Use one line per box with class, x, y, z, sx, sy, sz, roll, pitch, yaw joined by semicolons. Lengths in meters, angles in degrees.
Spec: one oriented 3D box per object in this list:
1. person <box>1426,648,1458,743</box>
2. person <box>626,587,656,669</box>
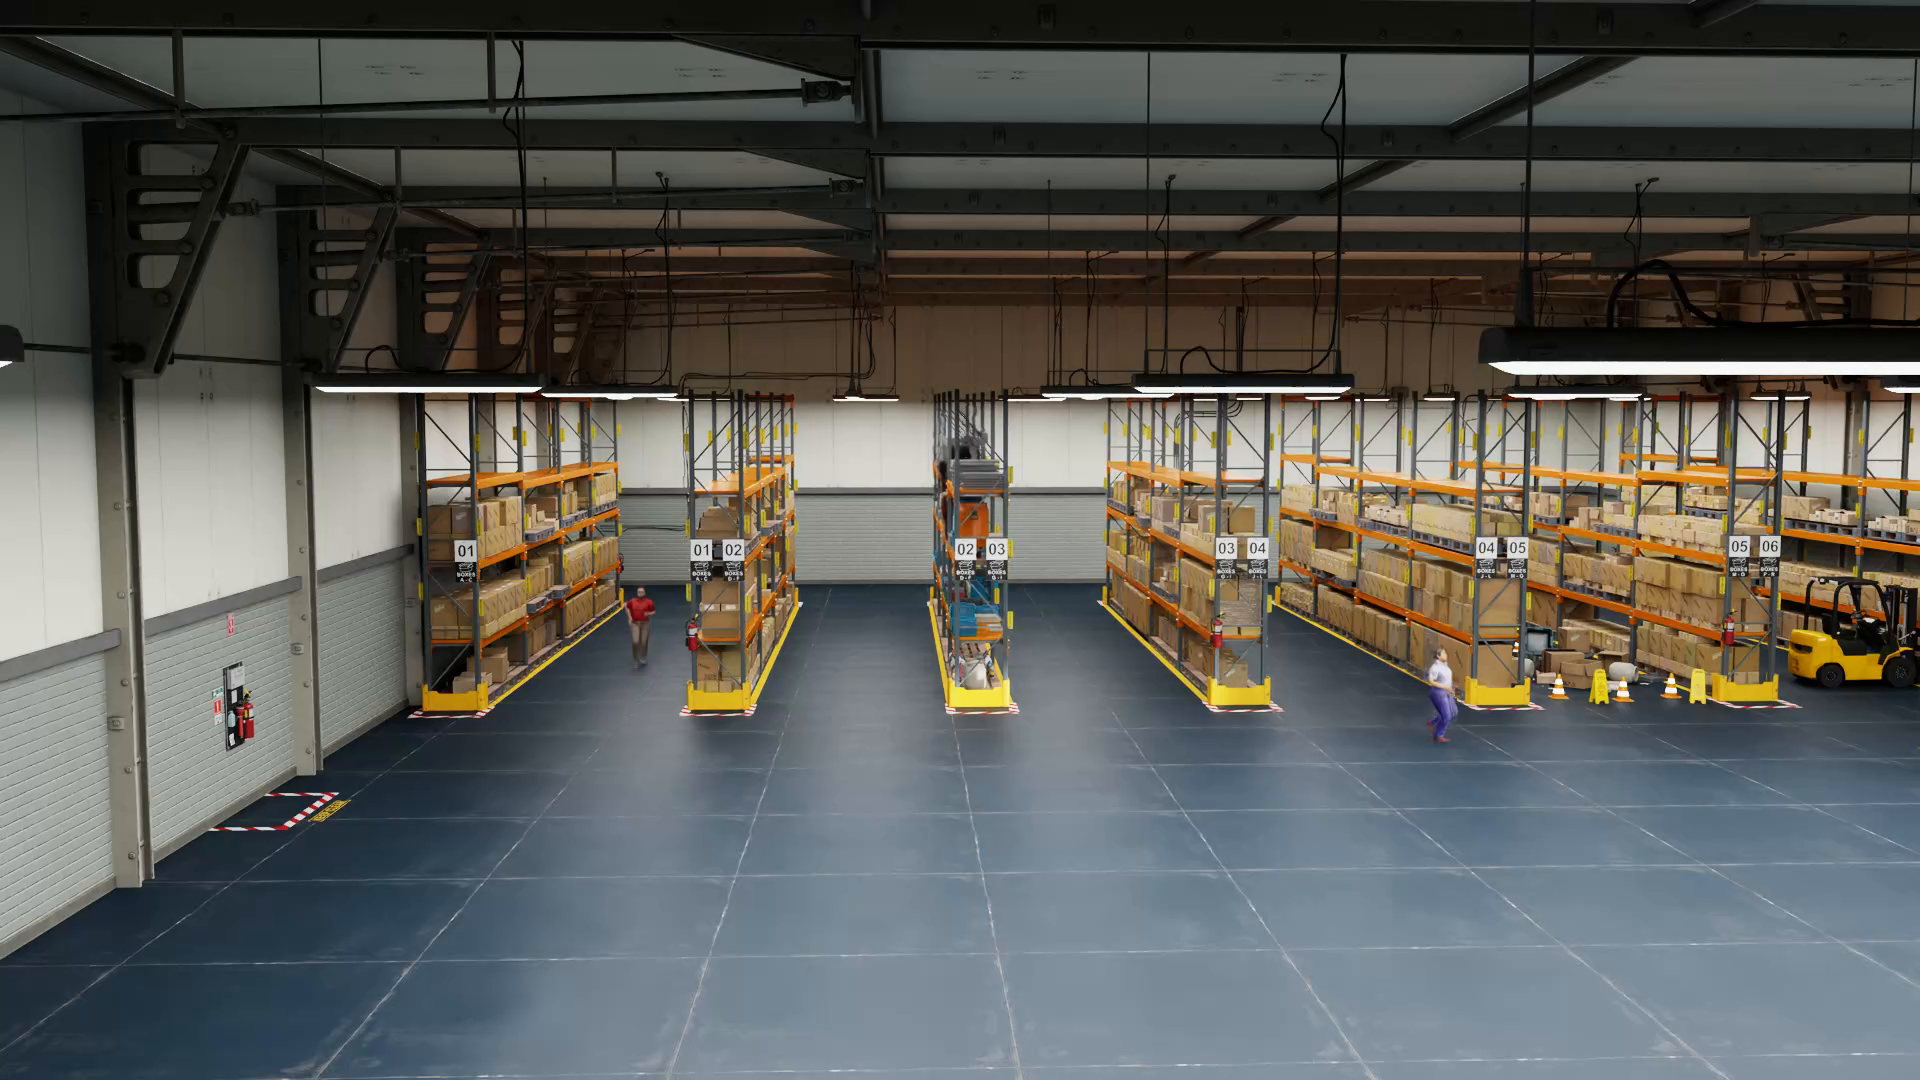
person;8.162;2.625;28.213;0.571;1.596;0.603;4;6;37
person;-6.957;1.924;36.267;0.638;1.799;0.777;-1;5;-12
